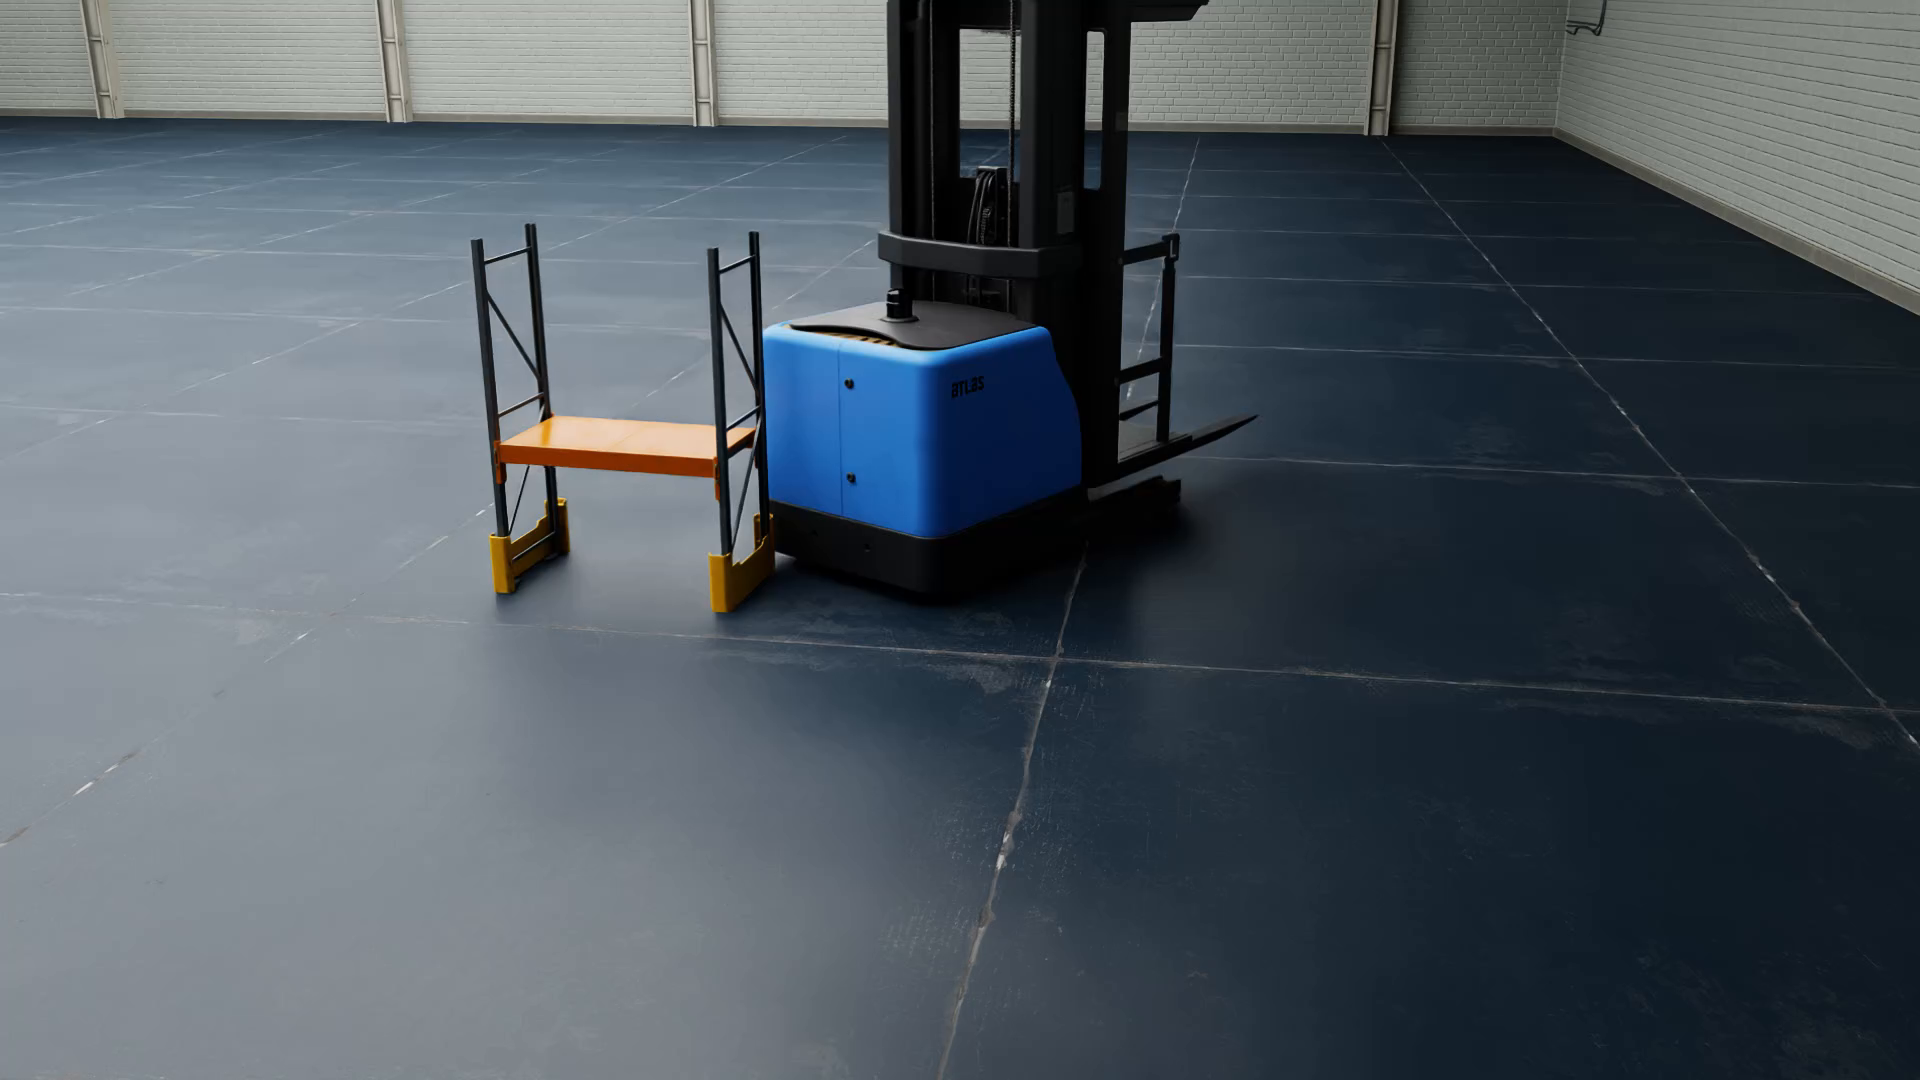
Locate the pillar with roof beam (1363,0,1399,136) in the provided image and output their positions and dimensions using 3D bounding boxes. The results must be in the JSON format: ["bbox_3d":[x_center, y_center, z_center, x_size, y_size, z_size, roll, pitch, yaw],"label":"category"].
[{"bbox_3d":[6.505,-9.927,23.291,0.400,9.000,9.100,3,19,9],"label":"pillar with roof beam"}]

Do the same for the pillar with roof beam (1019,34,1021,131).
[{"bbox_3d":[0.581,-10.229,24.193,0.400,9.000,9.100,3,19,9],"label":"pillar with roof beam"}]

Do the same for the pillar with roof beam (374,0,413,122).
[{"bbox_3d":[-11.267,-10.833,25.998,0.400,9.000,9.100,3,19,9],"label":"pillar with roof beam"}]

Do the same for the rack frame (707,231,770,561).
[{"bbox_3d":[-0.910,-0.498,6.927,0.032,1.500,0.500,4,19,13],"label":"rack frame"}]

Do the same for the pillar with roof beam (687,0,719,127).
[{"bbox_3d":[-5.343,-10.531,25.096,0.400,9.000,9.100,3,19,9],"label":"pillar with roof beam"}]

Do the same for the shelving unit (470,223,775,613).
[{"bbox_3d":[-1.412,-0.537,7.044,1.083,1.500,0.587,4,19,13],"label":"shelving unit"}]

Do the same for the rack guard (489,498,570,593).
[{"bbox_3d":[-1.896,0.018,7.355,0.087,0.250,0.587,4,19,13],"label":"rack guard"}]

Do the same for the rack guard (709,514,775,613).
[{"bbox_3d":[-0.929,0.094,7.130,0.087,0.250,0.587,4,19,13],"label":"rack guard"}]

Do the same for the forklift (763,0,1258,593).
[{"bbox_3d":[0.438,-1.564,7.859,1.130,2.935,3.031,14,23,36],"label":"forklift"}]

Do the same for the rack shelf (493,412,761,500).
[{"bbox_3d":[-1.404,-0.366,7.099,1.000,0.185,0.538,4,19,13],"label":"rack shelf"}]

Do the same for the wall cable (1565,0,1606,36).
[{"bbox_3d":[9.887,-9.241,26.133,0.112,2.526,3.097,3,19,9],"label":"wall cable"}]

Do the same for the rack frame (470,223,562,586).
[{"bbox_3d":[-1.897,-0.575,7.157,0.032,1.500,0.500,4,19,13],"label":"rack frame"}]

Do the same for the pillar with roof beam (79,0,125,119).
[{"bbox_3d":[-17.191,-11.135,26.901,0.400,9.000,9.100,3,19,9],"label":"pillar with roof beam"}]
